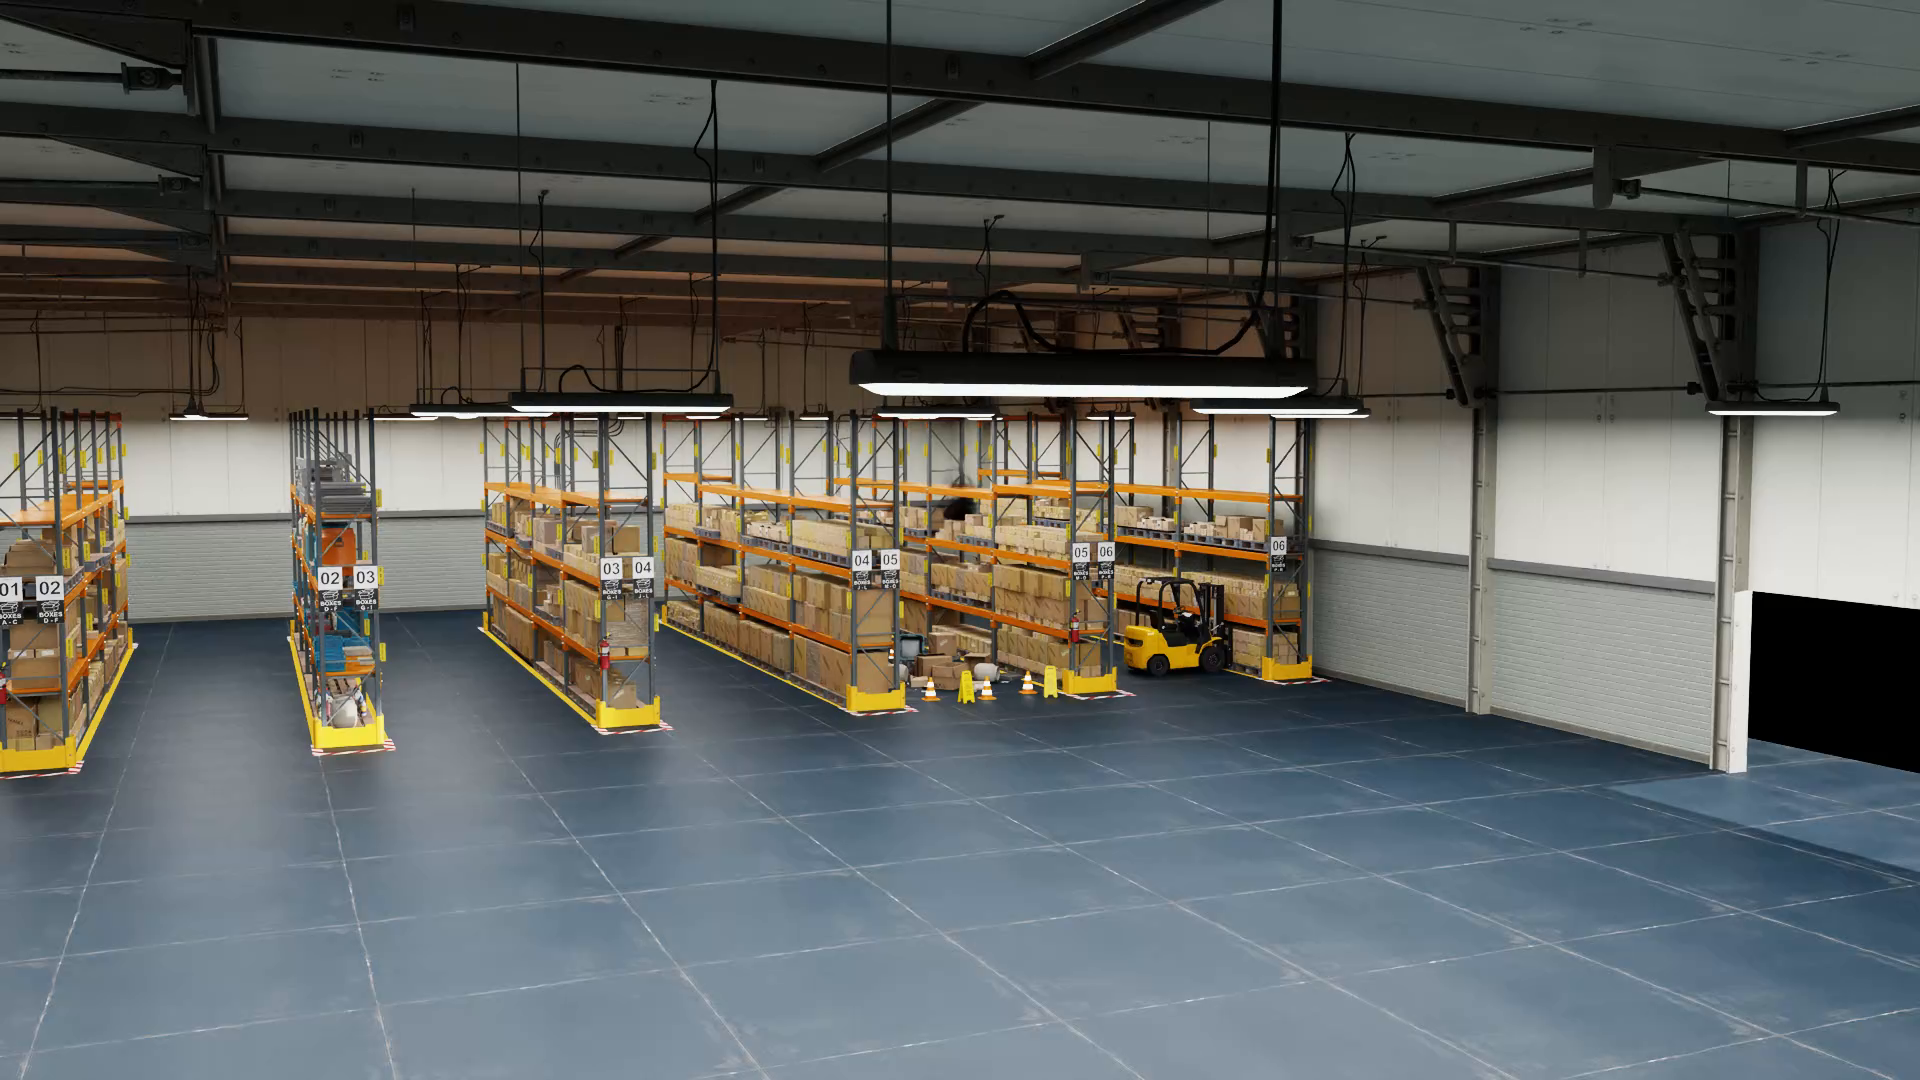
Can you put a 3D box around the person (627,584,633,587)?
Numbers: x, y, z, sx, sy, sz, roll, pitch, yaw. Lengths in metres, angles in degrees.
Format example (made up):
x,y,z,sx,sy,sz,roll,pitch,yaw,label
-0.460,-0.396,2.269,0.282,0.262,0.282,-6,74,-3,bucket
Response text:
x,y,z,sx,sy,sz,roll,pitch,yaw,label
-9.366,1.599,46.731,0.655,1.729,0.678,-2,5,-28,person
